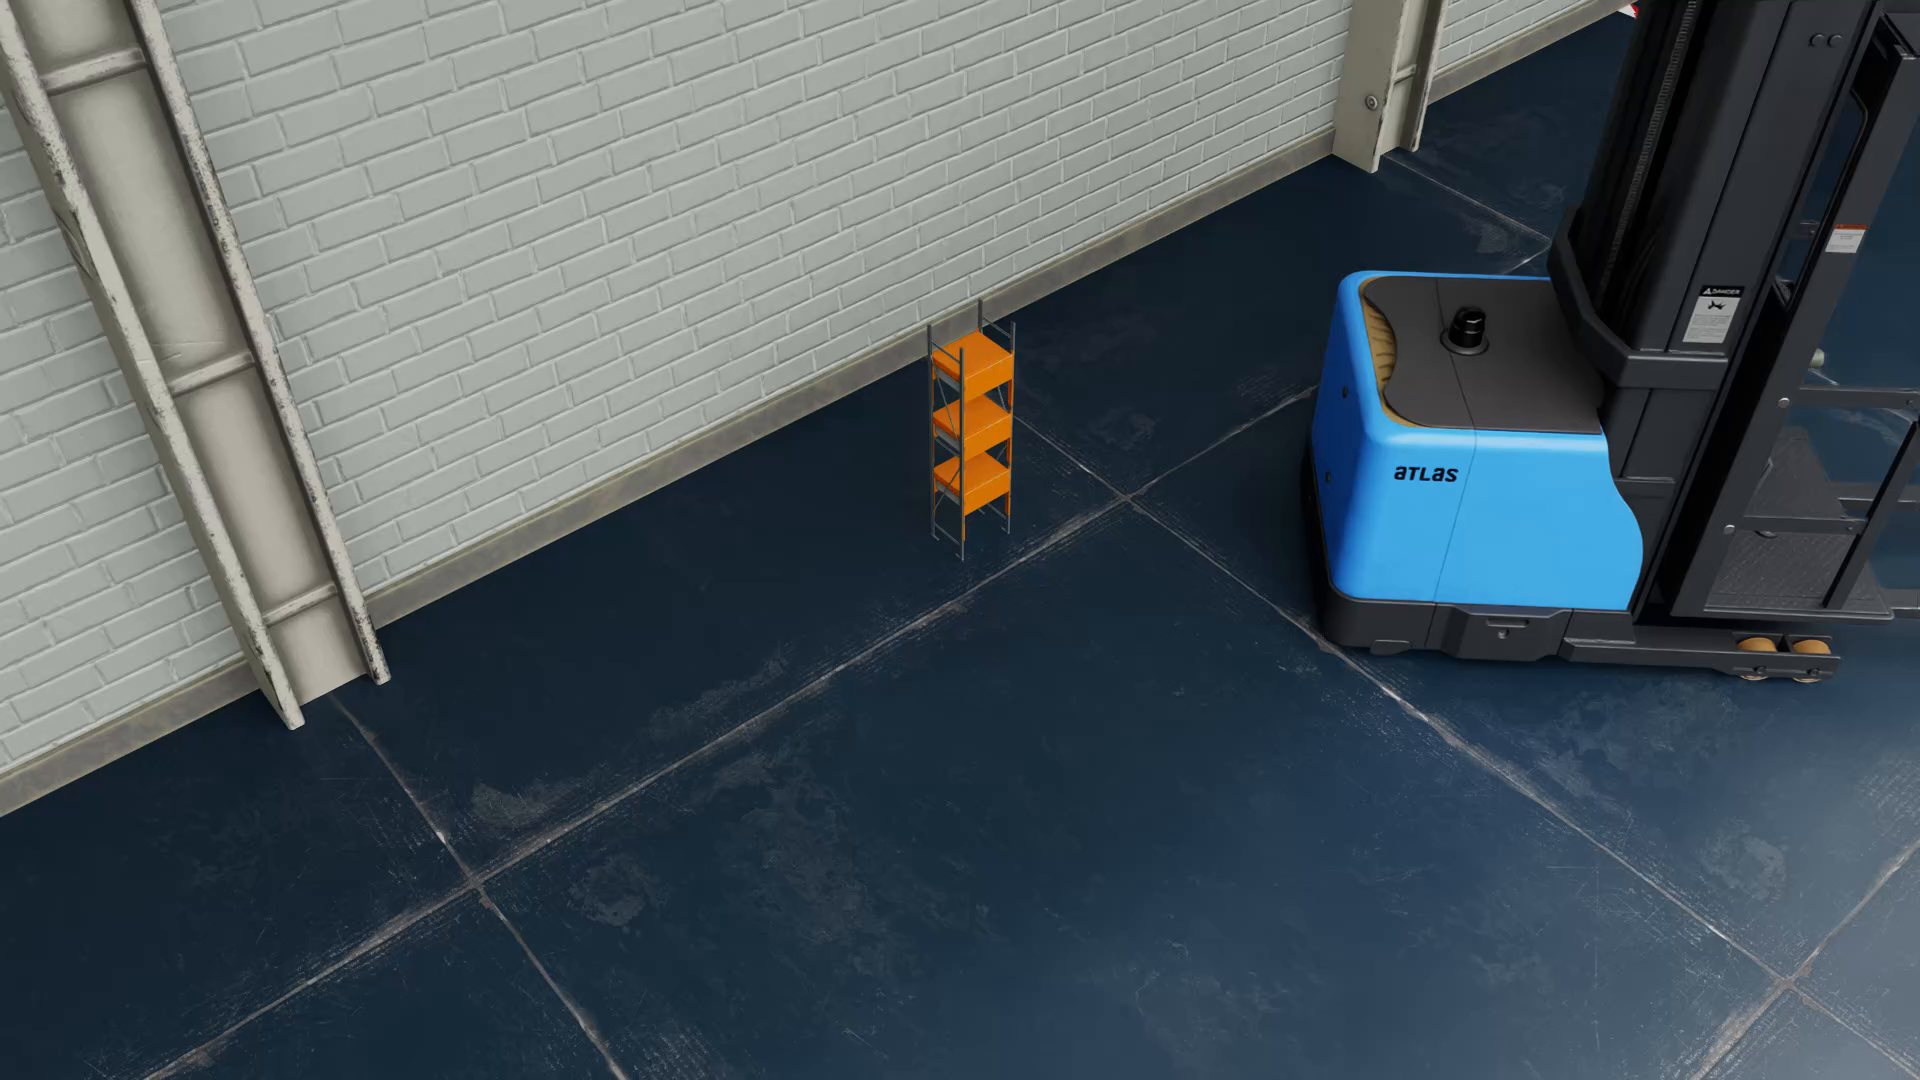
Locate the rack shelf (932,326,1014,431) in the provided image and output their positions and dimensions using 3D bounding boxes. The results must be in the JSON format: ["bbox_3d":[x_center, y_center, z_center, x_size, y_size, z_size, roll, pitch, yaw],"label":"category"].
[{"bbox_3d":[0.041,-0.605,6.229,0.240,0.259,0.215,-30,51,-28],"label":"rack shelf"}]

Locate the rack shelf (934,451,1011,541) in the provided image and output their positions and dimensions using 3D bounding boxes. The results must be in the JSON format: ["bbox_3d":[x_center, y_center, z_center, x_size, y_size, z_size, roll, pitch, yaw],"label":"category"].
[{"bbox_3d":[0.041,-0.196,6.613,0.240,0.259,0.215,-30,51,-28],"label":"rack shelf"}]

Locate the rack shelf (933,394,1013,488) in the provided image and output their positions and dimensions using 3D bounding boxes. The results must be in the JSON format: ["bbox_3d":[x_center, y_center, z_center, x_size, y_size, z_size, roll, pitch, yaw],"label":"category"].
[{"bbox_3d":[0.041,-0.398,6.423,0.240,0.259,0.215,-30,51,-28],"label":"rack shelf"}]

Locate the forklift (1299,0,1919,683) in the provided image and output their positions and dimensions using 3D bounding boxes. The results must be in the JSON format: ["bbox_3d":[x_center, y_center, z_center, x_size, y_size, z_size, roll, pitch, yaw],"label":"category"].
[{"bbox_3d":[2.897,-0.917,5.585,3.031,2.935,1.130,2,43,3],"label":"forklift"}]

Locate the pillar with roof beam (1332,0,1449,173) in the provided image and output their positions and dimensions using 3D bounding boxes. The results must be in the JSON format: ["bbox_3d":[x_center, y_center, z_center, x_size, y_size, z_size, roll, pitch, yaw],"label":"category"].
[{"bbox_3d":[4.996,-3.133,3.512,0.400,9.000,9.100,-30,51,-28],"label":"pillar with roof beam"}]

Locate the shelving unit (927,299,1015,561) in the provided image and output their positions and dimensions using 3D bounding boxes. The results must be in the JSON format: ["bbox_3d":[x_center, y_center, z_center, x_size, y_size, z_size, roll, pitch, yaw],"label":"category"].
[{"bbox_3d":[0.041,-0.406,6.416,0.252,1.050,0.215,-30,51,-28],"label":"shelving unit"}]

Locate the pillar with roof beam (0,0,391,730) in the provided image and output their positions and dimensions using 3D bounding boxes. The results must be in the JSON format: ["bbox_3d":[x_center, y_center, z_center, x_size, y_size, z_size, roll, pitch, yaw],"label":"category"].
[{"bbox_3d":[0.394,-0.497,0.706,0.400,9.000,9.100,-30,51,-28],"label":"pillar with roof beam"}]

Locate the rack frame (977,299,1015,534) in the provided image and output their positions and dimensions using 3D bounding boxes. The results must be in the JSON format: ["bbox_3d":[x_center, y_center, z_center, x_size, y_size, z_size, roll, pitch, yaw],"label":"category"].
[{"bbox_3d":[0.135,-0.460,6.473,0.008,1.050,0.200,-30,51,-28],"label":"rack frame"}]

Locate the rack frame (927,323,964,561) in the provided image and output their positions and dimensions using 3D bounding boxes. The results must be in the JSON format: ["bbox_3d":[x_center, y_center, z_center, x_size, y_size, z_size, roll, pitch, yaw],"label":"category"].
[{"bbox_3d":[-0.053,-0.353,6.359,0.008,1.050,0.200,-30,51,-28],"label":"rack frame"}]
